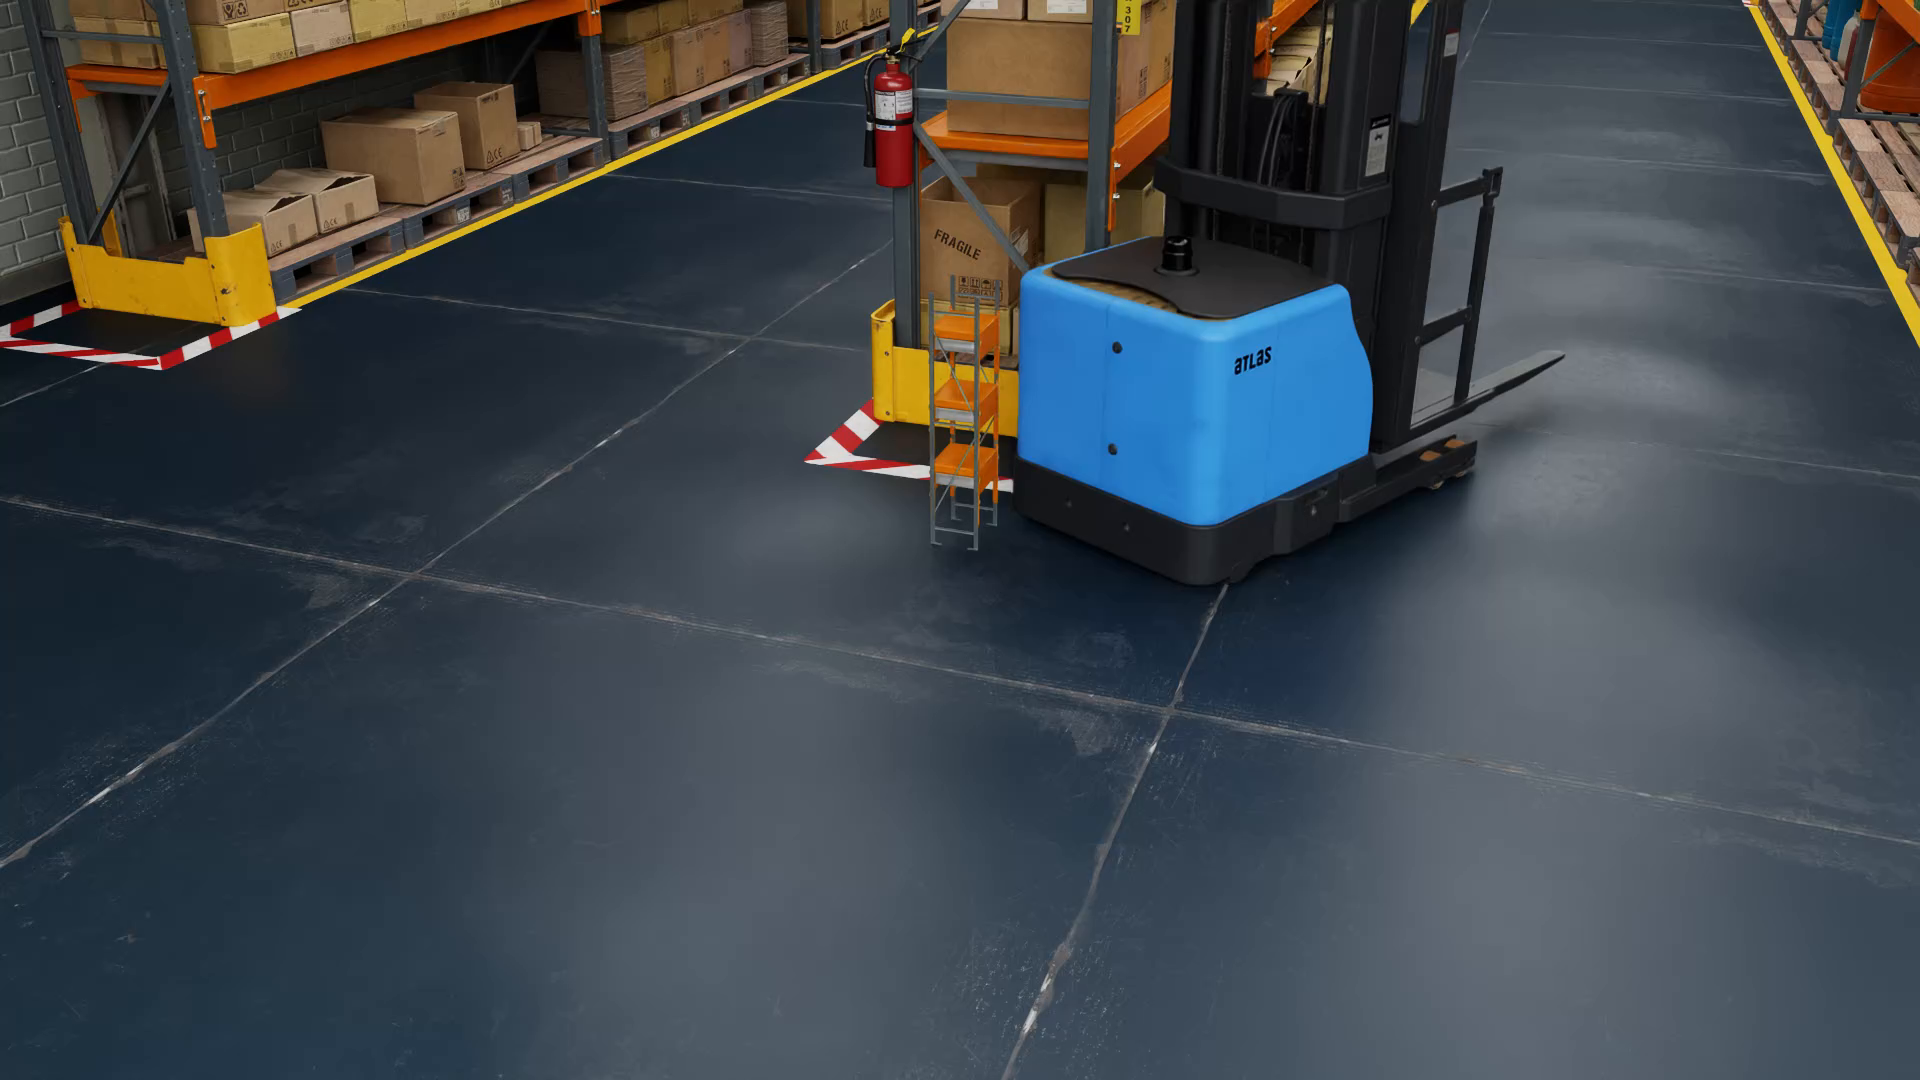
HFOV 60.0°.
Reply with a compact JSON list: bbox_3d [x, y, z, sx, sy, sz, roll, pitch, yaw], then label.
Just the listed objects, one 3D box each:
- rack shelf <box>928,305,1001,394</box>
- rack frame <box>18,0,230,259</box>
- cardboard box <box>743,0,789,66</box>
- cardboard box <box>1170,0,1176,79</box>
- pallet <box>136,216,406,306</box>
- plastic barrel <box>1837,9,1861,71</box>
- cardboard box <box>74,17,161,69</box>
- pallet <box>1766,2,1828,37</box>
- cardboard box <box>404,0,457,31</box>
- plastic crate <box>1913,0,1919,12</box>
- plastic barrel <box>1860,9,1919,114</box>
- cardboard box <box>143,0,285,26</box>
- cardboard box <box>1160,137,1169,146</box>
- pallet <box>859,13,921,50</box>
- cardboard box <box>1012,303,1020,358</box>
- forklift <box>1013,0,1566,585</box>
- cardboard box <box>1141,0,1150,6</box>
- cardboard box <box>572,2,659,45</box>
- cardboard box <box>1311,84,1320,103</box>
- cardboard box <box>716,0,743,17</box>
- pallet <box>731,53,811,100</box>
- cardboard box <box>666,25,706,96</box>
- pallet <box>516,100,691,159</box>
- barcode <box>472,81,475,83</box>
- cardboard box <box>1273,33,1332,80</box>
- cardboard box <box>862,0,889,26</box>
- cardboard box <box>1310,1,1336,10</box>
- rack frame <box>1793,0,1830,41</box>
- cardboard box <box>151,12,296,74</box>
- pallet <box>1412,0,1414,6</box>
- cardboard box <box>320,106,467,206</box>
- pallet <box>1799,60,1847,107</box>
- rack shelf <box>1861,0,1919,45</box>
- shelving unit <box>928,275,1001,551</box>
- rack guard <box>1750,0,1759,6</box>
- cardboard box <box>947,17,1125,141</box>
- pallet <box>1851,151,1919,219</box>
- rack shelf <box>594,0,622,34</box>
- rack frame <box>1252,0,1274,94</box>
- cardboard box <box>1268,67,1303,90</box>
[{"bbox_3d":[0.018,-0.740,6.448,0.215,0.259,0.240,9,27,17],"label":"rack shelf"},{"bbox_3d":[-4.489,-2.643,8.767,1.000,3.000,0.127,9,27,17],"label":"rack frame"},{"bbox_3d":[-2.018,-4.700,15.379,0.700,0.500,0.500,9,27,18],"label":"cardboard box"},{"bbox_3d":[0.863,-2.798,8.972,0.700,0.500,0.500,10,27,19],"label":"cardboard box"},{"bbox_3d":[-4.161,-1.748,10.118,1.003,0.211,1.213,9,27,17],"label":"pallet"},{"bbox_3d":[8.141,-4.476,14.925,0.421,0.512,0.421,0,26,0],"label":"plastic barrel"},{"bbox_3d":[-4.517,-2.805,9.250,0.500,0.250,0.500,9,27,18],"label":"cardboard box"},{"bbox_3d":[9.459,-5.694,18.267,1.003,0.211,1.213,9,27,17],"label":"pallet"},{"bbox_3d":[-3.523,-3.370,10.418,0.500,0.250,0.500,9,27,18],"label":"cardboard box"},{"bbox_3d":[6.497,-3.511,10.803,0.450,0.188,0.662,9,27,17],"label":"plastic crate"},{"bbox_3d":[7.662,-3.910,13.391,0.600,0.830,0.708,9,27,17],"label":"plastic barrel"},{"bbox_3d":[-4.047,-3.075,8.947,0.500,0.500,0.500,9,27,18],"label":"cardboard box"},{"bbox_3d":[1.073,-2.019,9.292,0.500,0.500,0.500,9,27,17],"label":"cardboard box"},{"bbox_3d":[-1.086,-5.488,17.843,1.003,0.211,1.213,9,27,17],"label":"pallet"},{"bbox_3d":[0.571,-1.066,8.183,0.500,0.250,0.500,9,27,17],"label":"cardboard box"},{"bbox_3d":[1.633,-1.684,6.864,3.031,2.935,1.130,-22,34,-38],"label":"forklift"},{"bbox_3d":[0.686,-2.604,7.828,0.380,0.149,0.250,9,27,18],"label":"cardboard box"},{"bbox_3d":[-2.786,-4.184,13.452,0.500,0.250,0.500,8,27,16],"label":"cardboard box"},{"bbox_3d":[2.562,-3.495,13.200,0.500,0.250,0.500,9,27,19],"label":"cardboard box"},{"bbox_3d":[-2.267,-4.813,14.751,0.500,0.250,0.500,9,27,18],"label":"cardboard box"},{"bbox_3d":[-2.089,-4.355,15.502,1.003,0.211,1.213,9,27,17],"label":"pallet"},{"bbox_3d":[-2.597,-4.088,14.115,0.700,0.500,0.500,9,27,18],"label":"cardboard box"},{"bbox_3d":[-2.901,-3.352,13.431,1.003,0.211,1.213,9,27,17],"label":"pallet"},{"bbox_3d":[-3.564,-3.317,12.155,0.001,0.075,0.075,9,27,17],"label":"barcode"},{"bbox_3d":[2.736,-3.952,13.500,0.500,0.311,0.500,8,27,17],"label":"cardboard box"},{"bbox_3d":[-1.161,-5.794,17.260,0.750,0.750,0.750,9,27,17],"label":"cardboard box"},{"bbox_3d":[3.435,-4.648,15.272,0.500,0.500,0.500,8,27,16],"label":"cardboard box"},{"bbox_3d":[8.846,-6.138,15.985,1.000,3.000,0.127,9,27,17],"label":"rack frame"},{"bbox_3d":[-4.028,-2.739,9.114,0.500,0.250,0.500,8,27,16],"label":"cardboard box"},{"bbox_3d":[4.810,-6.388,19.701,1.003,0.211,1.213,9,27,17],"label":"pallet"},{"bbox_3d":[-3.693,-2.516,10.868,0.700,0.500,0.500,7,27,14],"label":"cardboard box"},{"bbox_3d":[8.146,-4.069,14.911,1.003,0.211,1.213,9,27,17],"label":"pallet"},{"bbox_3d":[6.850,-3.348,11.049,1.077,0.370,4.000,9,27,17],"label":"rack shelf"},{"bbox_3d":[0.018,-0.495,6.567,0.215,1.050,0.252,9,27,17],"label":"shelving unit"},{"bbox_3d":[10.173,-6.668,19.949,1.175,0.500,0.348,9,27,17],"label":"rack guard"},{"bbox_3d":[0.351,-2.161,7.657,0.700,0.500,0.500,9,27,17],"label":"cardboard box"},{"bbox_3d":[6.813,-2.427,11.519,1.003,0.211,1.213,9,27,17],"label":"pallet"},{"bbox_3d":[-2.493,-4.785,14.016,1.077,0.370,4.000,9,27,17],"label":"rack shelf"},{"bbox_3d":[1.514,-3.570,10.681,1.000,3.000,0.127,9,27,17],"label":"rack frame"},{"bbox_3d":[2.229,-3.325,12.206,0.500,0.311,0.500,8,27,16],"label":"cardboard box"}]
